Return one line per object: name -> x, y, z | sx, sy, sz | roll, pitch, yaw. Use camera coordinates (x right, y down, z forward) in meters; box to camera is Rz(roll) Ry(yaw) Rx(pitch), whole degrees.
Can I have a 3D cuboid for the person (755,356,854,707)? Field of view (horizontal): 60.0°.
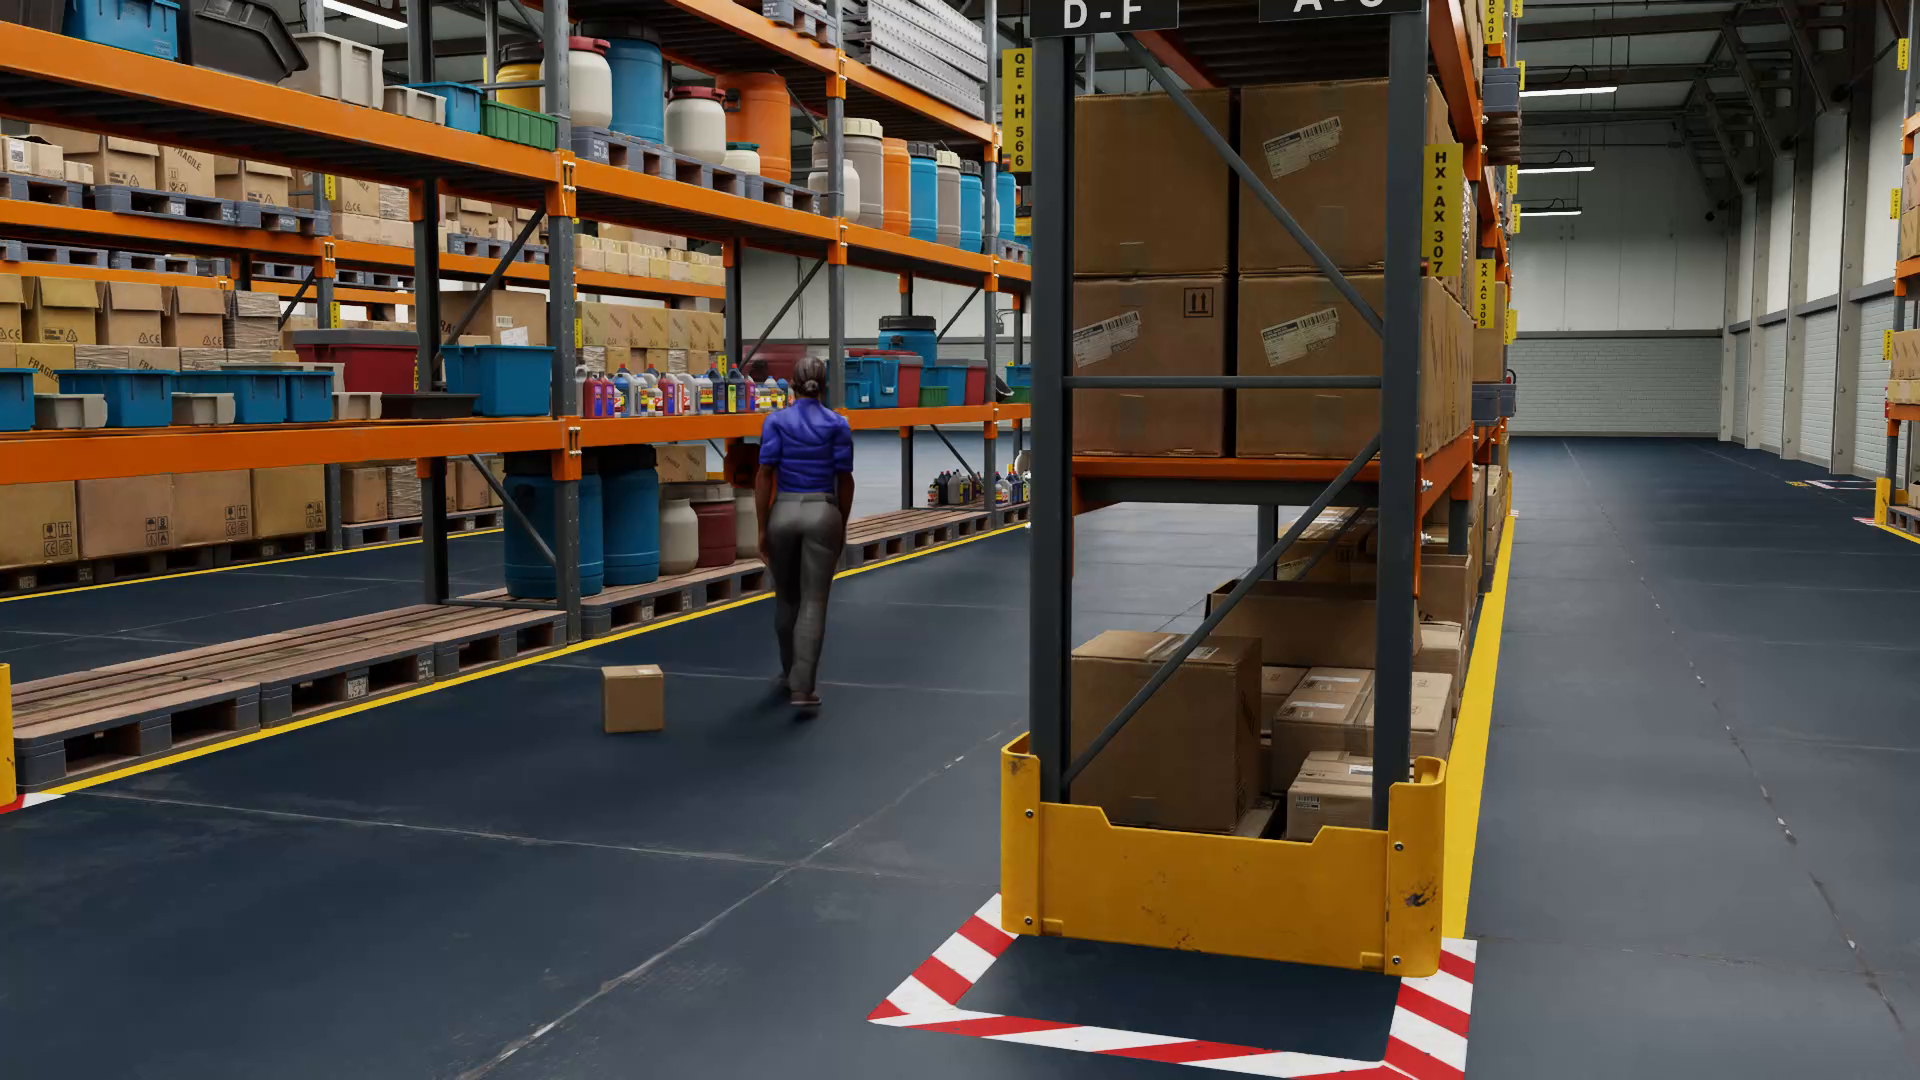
person -> -0.716, -0.060, 7.834 | 0.443, 1.608, 0.906 | 0, 5, 5
